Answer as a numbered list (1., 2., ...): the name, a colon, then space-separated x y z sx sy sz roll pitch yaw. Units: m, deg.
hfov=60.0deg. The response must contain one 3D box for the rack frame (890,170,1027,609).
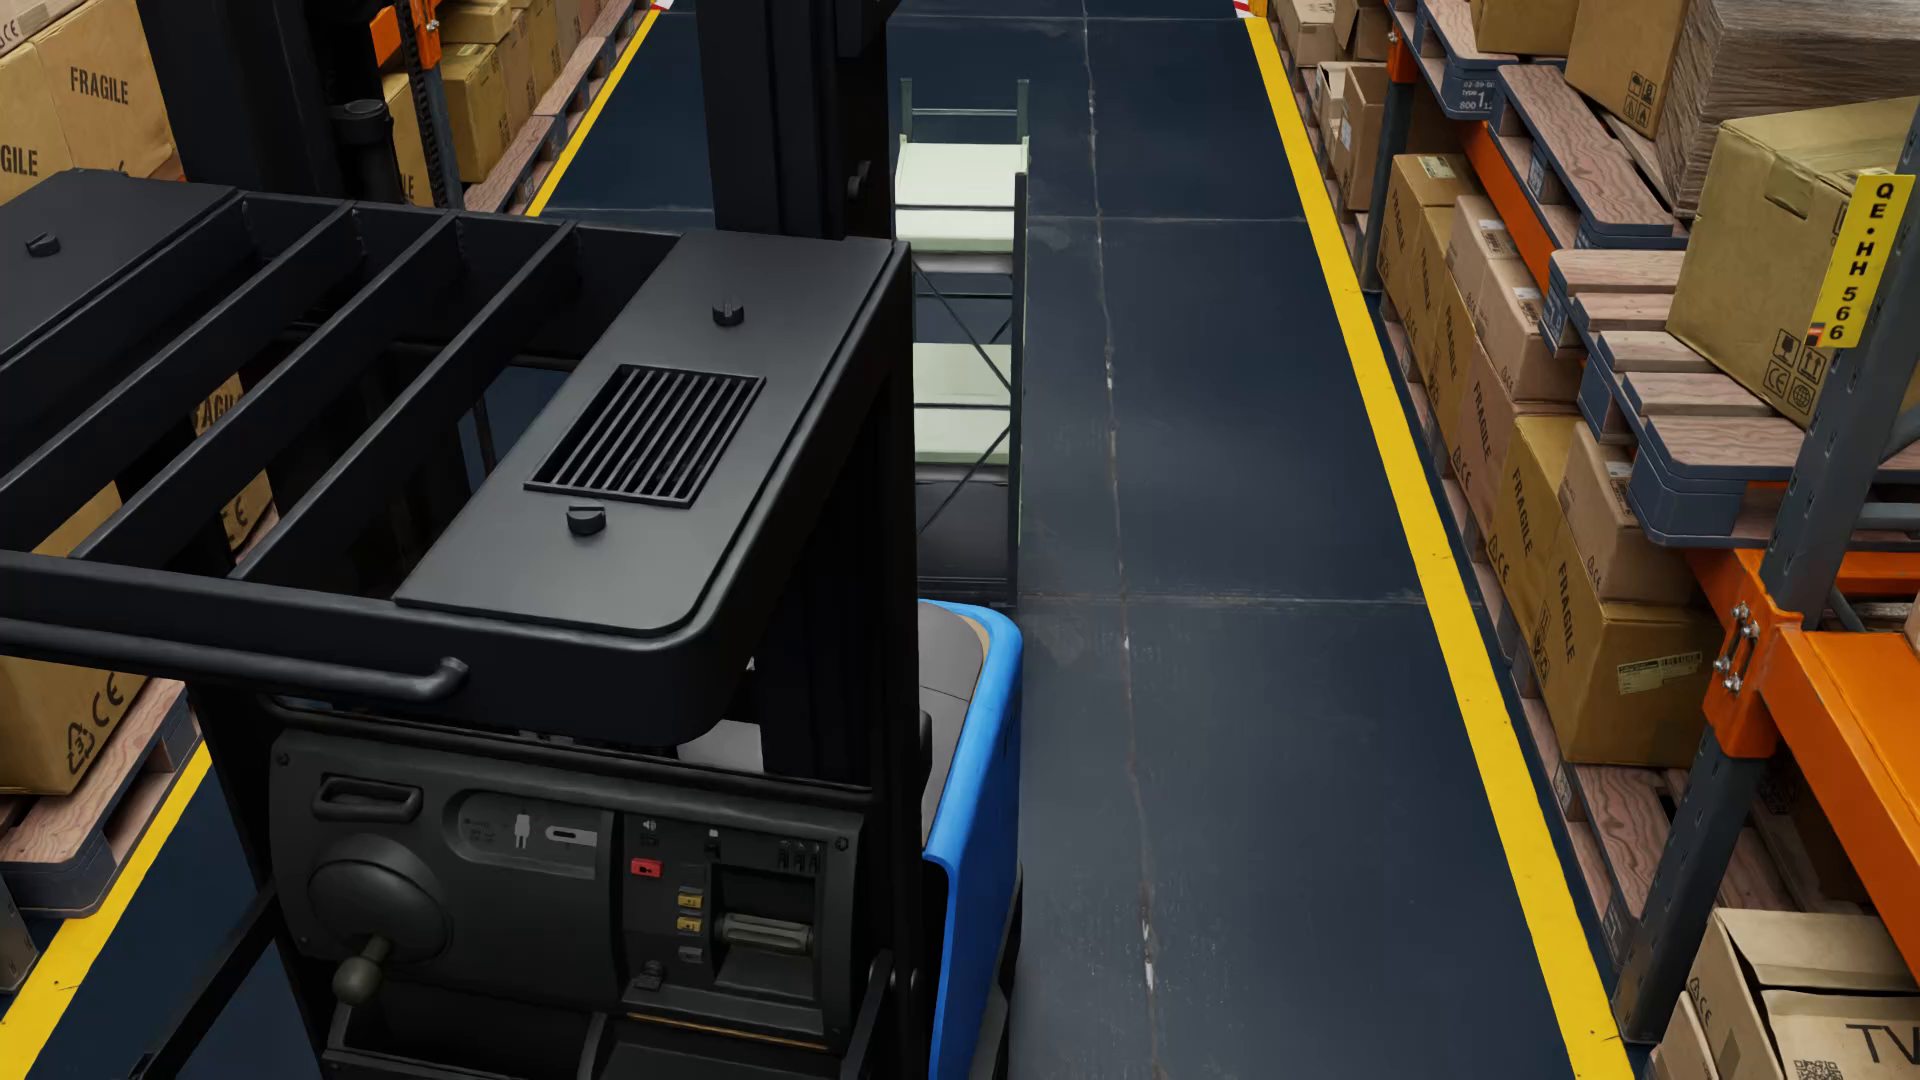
1. rack frame: -0.015 -0.399 5.014 0.400 1.500 0.023 1 35 2

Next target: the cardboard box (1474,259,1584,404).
1. cardboard box: 1.942 -0.658 5.217 0.500 0.250 0.500 1 35 1

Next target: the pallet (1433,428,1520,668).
1. pallet: 2.223 -0.017 5.591 1.003 0.211 1.213 1 35 2

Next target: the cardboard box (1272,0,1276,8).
1. cardboard box: 2.055 -3.272 9.878 0.380 0.166 0.250 1 35 2

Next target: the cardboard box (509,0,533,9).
1. cardboard box: -2.336 -2.776 8.335 0.380 0.149 0.250 0 35 1

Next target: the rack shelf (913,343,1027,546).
1. rack shelf: 0.000 -0.343 5.501 0.431 0.370 0.720 1 35 2

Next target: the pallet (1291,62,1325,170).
1. pallet: 2.339 -2.285 8.819 1.003 0.211 1.213 1 35 2

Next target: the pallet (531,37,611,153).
1. pallet: -2.530 -2.438 9.036 1.003 0.211 1.213 1 35 2

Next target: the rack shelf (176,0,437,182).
1. rack shelf: -2.766 -0.998 5.187 1.077 0.370 4.000 1 35 2

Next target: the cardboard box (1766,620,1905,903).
1. cardboard box: 2.408 0.557 4.140 0.500 0.500 0.500 3 35 4

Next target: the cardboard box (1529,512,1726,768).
1. cardboard box: 1.907 0.269 4.550 0.500 0.500 0.500 3 35 4

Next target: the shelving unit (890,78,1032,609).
1. shelving unit: 0.000 -0.610 5.313 0.431 1.500 0.755 1 35 2

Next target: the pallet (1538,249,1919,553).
1. pallet: 2.061 -0.344 3.797 1.213 0.211 1.003 1 35 2

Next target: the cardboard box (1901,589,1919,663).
1. cardboard box: 2.046 0.213 2.915 0.500 0.311 0.500 3 35 5

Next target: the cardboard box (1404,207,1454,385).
1. cardboard box: 1.991 -0.907 6.224 0.500 0.500 0.500 2 35 3

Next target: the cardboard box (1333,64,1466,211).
1. cardboard box: 2.004 -1.820 7.523 0.500 0.500 0.500 1 35 2

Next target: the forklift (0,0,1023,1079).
1. forklift: -0.647 0.606 2.339 1.130 2.935 3.031 7 36 10

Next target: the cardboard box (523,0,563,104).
1. cardboard box: -2.507 -2.601 8.651 0.700 0.500 0.500 2 35 3

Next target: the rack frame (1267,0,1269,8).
1. rack frame: 2.425 -4.627 9.725 1.000 3.000 0.127 1 35 2

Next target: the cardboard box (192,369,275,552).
1. cardboard box: -2.644 -0.358 5.155 0.750 0.750 0.750 1 35 2

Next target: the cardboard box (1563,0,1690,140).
1. cardboard box: 2.255 -1.525 4.860 0.700 0.500 0.500 -7 36 -10

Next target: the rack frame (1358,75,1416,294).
1. rack frame: 2.264 -2.329 6.455 1.000 3.000 0.127 1 35 2

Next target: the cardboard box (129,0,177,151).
1. cardboard box: -2.506 -1.472 4.873 0.500 0.500 0.500 2 35 3

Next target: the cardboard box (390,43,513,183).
1. cardboard box: -2.553 -2.018 7.821 0.700 0.500 0.500 2 35 2

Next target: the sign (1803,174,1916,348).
1. sign: 1.561 -0.479 2.885 0.100 0.325 0.005 1 35 2

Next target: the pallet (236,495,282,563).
1. pallet: -2.687 -0.153 5.784 1.003 0.211 1.213 1 35 2

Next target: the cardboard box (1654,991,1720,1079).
1. cardboard box: 1.789 1.216 3.437 0.500 0.250 0.500 1 35 2

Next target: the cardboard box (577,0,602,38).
1. cardboard box: -2.473 -3.197 9.498 0.700 0.500 0.500 1 35 2

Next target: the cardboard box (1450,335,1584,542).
1. cardboard box: 1.943 -0.330 5.402 0.500 0.500 0.500 0 35 0

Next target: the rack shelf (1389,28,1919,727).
1. rack shelf: 2.184 -0.886 5.027 1.077 0.370 4.000 1 35 2

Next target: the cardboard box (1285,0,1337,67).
1. cardboard box: 2.080 -2.802 9.137 0.500 0.250 0.500 1 35 2

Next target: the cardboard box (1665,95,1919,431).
1. cardboard box: 2.016 -0.608 3.554 0.700 0.500 0.500 -10 36 -14

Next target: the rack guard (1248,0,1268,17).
1. rack guard: 2.422 -3.561 10.382 1.175 0.500 0.348 1 35 2

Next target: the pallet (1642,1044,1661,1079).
1. pallet: 2.032 1.582 3.315 1.003 0.211 1.213 1 35 2

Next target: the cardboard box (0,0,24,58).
1. cardboard box: -2.549 -1.185 3.812 0.500 0.250 0.500 1 35 1

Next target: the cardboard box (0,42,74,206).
1. cardboard box: -2.540 -0.888 4.042 0.500 0.500 0.500 2 35 3

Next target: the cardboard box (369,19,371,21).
1. cardboard box: -2.403 -2.000 6.189 0.380 0.149 0.250 2 35 3

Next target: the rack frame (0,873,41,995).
1. rack frame: -2.846 -0.143 3.345 1.000 3.000 0.127 1 35 2

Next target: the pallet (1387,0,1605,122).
1. pallet: 2.123 -1.794 5.861 1.003 0.211 1.213 1 35 2

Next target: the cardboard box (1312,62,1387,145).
1. cardboard box: 2.034 -2.174 8.190 0.500 0.311 0.500 1 35 2
